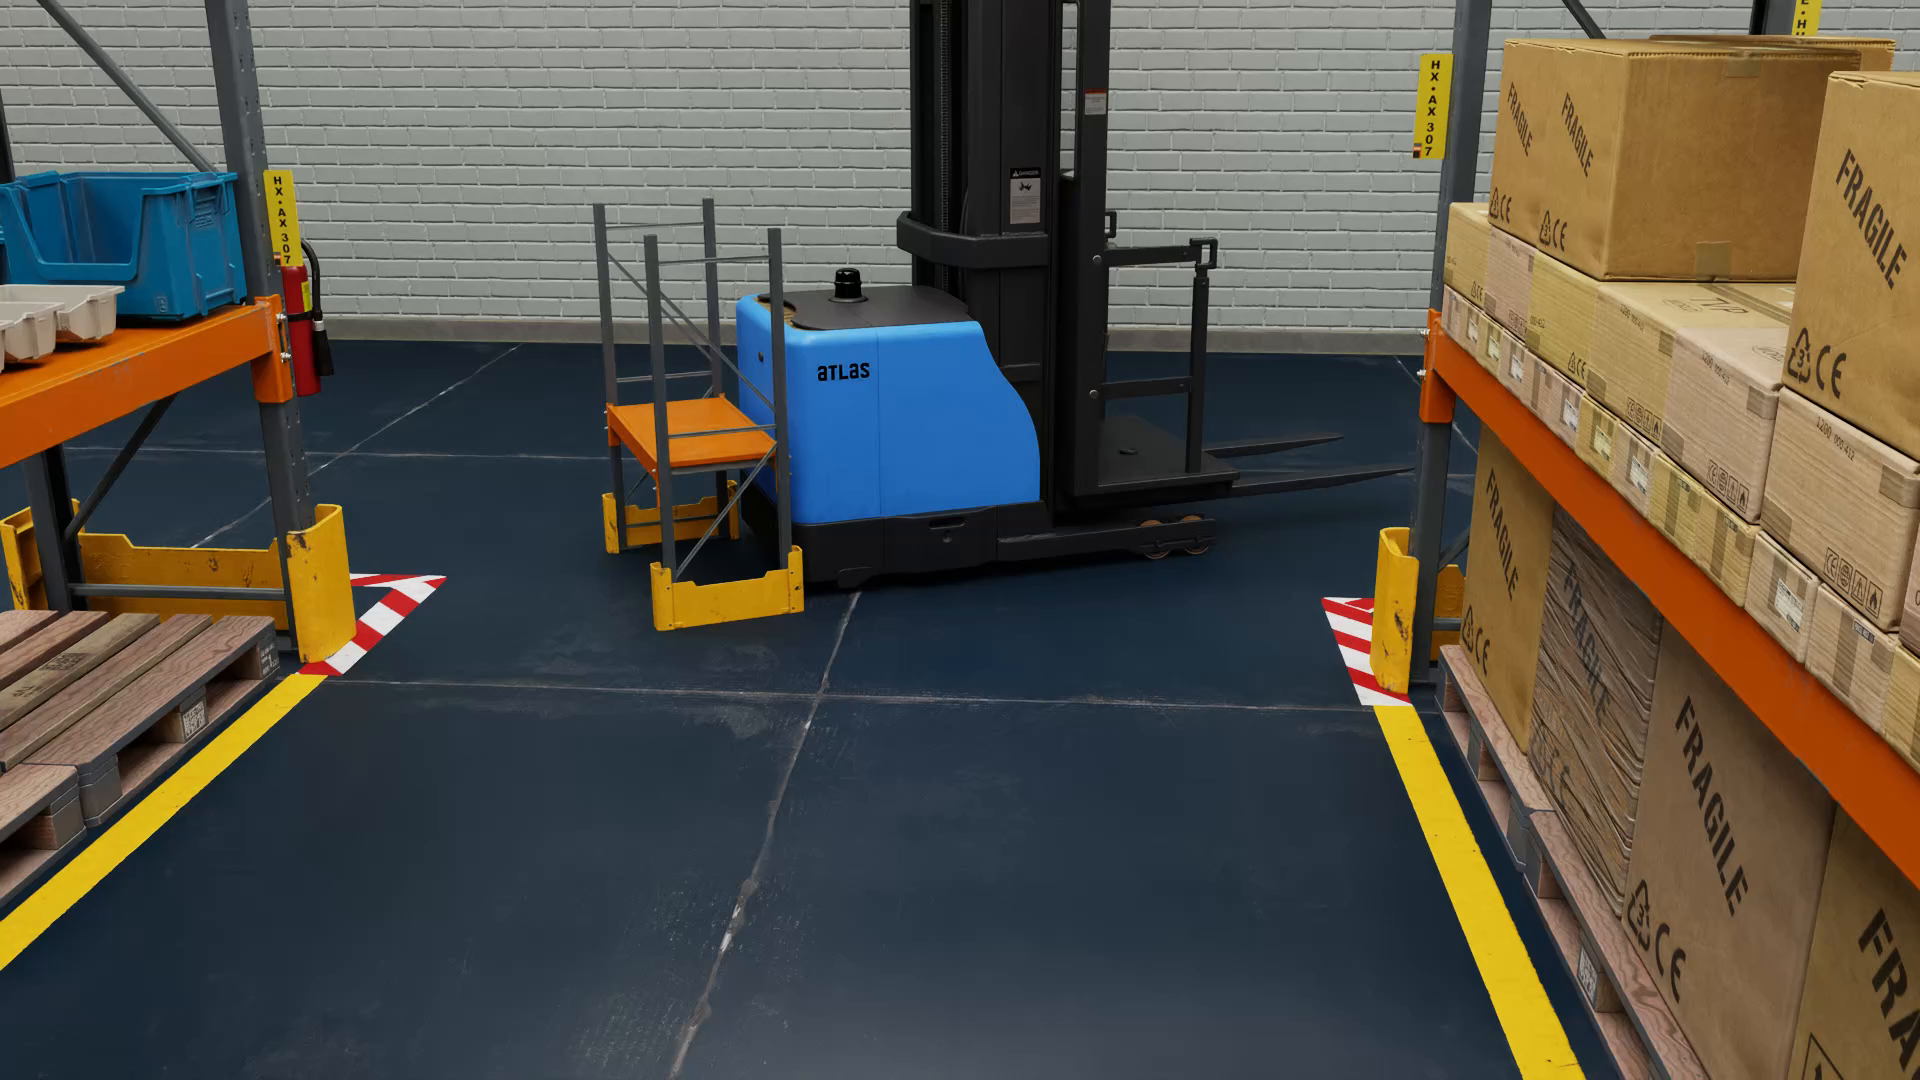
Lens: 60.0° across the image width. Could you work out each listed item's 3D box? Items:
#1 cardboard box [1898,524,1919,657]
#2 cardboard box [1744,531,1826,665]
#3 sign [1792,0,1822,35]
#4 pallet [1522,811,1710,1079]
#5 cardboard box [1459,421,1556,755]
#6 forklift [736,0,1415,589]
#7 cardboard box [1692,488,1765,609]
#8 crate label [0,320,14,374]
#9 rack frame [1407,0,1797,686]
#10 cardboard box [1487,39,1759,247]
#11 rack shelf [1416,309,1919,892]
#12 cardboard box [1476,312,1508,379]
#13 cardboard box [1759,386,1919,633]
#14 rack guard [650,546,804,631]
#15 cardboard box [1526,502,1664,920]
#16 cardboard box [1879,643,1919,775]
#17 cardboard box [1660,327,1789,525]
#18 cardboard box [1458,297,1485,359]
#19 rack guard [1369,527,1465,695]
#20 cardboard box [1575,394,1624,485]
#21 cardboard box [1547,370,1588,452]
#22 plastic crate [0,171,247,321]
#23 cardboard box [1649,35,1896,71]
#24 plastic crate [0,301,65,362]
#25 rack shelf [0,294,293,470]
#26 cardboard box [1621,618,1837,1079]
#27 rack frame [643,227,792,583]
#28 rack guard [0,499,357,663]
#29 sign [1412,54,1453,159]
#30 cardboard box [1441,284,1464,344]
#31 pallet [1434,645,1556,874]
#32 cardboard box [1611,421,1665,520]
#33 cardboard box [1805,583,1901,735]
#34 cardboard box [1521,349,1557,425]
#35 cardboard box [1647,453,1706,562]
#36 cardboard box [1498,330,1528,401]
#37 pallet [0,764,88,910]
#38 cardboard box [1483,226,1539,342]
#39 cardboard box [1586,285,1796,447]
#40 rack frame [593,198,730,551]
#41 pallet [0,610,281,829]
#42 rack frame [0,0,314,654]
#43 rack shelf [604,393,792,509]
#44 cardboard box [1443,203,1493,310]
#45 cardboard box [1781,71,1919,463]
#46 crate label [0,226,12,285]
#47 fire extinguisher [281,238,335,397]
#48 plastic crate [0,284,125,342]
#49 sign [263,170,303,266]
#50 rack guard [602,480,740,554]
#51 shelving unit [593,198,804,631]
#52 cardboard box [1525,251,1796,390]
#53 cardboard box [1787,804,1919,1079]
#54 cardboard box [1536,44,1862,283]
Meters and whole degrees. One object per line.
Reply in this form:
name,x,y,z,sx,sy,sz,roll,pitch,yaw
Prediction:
cardboard box,1.548,0.106,2.046,0.500,0.250,0.500,1,18,3
cardboard box,1.529,0.097,2.714,0.380,0.149,0.250,2,18,5
sign,2.606,-1.570,5.156,0.100,0.325,0.005,1,18,4
pallet,1.996,1.030,3.941,1.003,0.211,1.213,1,18,4
cardboard box,2.099,0.087,5.077,0.875,0.875,0.875,1,18,4
forklift,0.586,-1.458,7.165,3.031,2.935,1.130,-6,19,-19
cardboard box,1.547,0.017,2.958,0.380,0.149,0.250,2,18,5
crate label,-2.784,-0.503,4.468,0.396,0.136,0.243,1,18,4
rack frame,2.065,-0.923,5.424,1.000,3.000,0.127,1,18,4
cardboard box,1.726,-1.051,4.373,0.500,0.500,0.500,1,18,3
rack shelf,1.922,0.040,3.640,1.077,0.370,4.000,1,18,4
cardboard box,1.676,-0.542,4.663,0.380,0.149,0.250,1,18,3
cardboard box,1.583,-0.055,2.536,0.500,0.250,0.500,2,18,6
rack guard,-0.899,0.185,6.457,0.587,0.250,0.087,-7,19,-21
cardboard box,2.034,0.370,4.214,0.875,0.875,0.875,1,18,4
cardboard box,1.492,0.256,2.227,0.380,0.149,0.250,2,18,5
cardboard box,1.620,-0.213,3.020,0.500,0.250,0.500,2,18,5
cardboard box,1.694,-0.621,4.905,0.380,0.149,0.250,1,18,3
rack guard,2.067,0.257,5.836,1.175,0.500,0.348,1,18,4
cardboard box,1.602,-0.223,3.691,0.380,0.149,0.250,1,18,3
cardboard box,1.621,-0.302,3.930,0.380,0.149,0.250,1,18,3
plastic crate,-2.713,-0.971,5.416,0.616,0.435,0.499,1,18,4
cardboard box,2.293,-1.193,4.804,0.500,0.500,0.500,2,18,5
plastic crate,-2.788,-0.590,4.734,0.396,0.136,0.243,1,18,4
rack shelf,-3.018,-0.071,3.977,1.077,0.370,4.000,1,18,4
cardboard box,1.970,0.646,3.371,0.875,0.875,0.875,1,18,4
rack frame,-0.892,-0.404,6.245,0.500,1.500,0.032,-7,19,-21
rack guard,-2.886,0.146,6.174,1.175,0.500,0.348,1,18,4
sign,1.512,-1.387,5.320,0.100,0.325,0.005,1,18,4
cardboard box,1.711,-0.701,5.149,0.380,0.149,0.250,1,18,5
pallet,2.086,0.652,5.095,1.003,0.211,1.213,1,18,4
cardboard box,1.585,-0.142,3.442,0.380,0.149,0.250,2,18,5
cardboard box,1.510,0.177,2.470,0.380,0.149,0.250,1,18,3
cardboard box,1.639,-0.382,4.175,0.380,0.149,0.250,1,18,3
cardboard box,1.565,-0.063,3.201,0.380,0.149,0.250,1,18,3
cardboard box,1.658,-0.461,4.416,0.380,0.149,0.250,1,18,3
pallet,-3.063,0.924,4.263,1.003,0.211,1.213,1,18,4
cardboard box,1.731,-0.689,4.471,0.500,0.250,0.500,1,18,3
cardboard box,1.659,-0.371,3.500,0.500,0.250,0.500,1,18,3
rack frame,-1.271,-0.697,7.141,0.500,1.500,0.032,-7,19,-21
pallet,-2.973,0.546,5.416,1.003,0.211,1.213,1,18,4
rack frame,-2.875,-1.034,5.761,1.000,3.000,0.127,1,18,4
rack shelf,-1.081,-0.379,6.749,0.538,0.185,1.000,-7,19,-21
cardboard box,1.762,-0.850,4.964,0.500,0.250,0.500,1,18,2
cardboard box,1.585,-0.412,2.421,0.500,0.500,0.500,1,18,4
crate label,-3.221,-0.914,5.566,0.416,0.233,0.303,1,18,4
fire extinguisher,-2.411,-0.857,5.943,0.296,0.674,0.183,1,18,4
plastic crate,-2.753,-0.680,5.008,0.396,0.136,0.243,1,18,4
sign,-2.325,-1.104,5.714,0.100,0.325,0.005,1,18,4
rack guard,-1.270,-0.103,7.335,0.587,0.250,0.087,-7,19,-21
shelving unit,-1.085,-0.553,6.701,0.587,1.500,1.083,-7,19,-21
cardboard box,1.691,-0.533,3.995,0.500,0.250,0.500,1,18,2
cardboard box,1.906,0.926,2.518,0.875,0.875,0.875,1,18,4
cardboard box,1.695,-0.890,3.882,0.500,0.500,0.500,1,18,2
